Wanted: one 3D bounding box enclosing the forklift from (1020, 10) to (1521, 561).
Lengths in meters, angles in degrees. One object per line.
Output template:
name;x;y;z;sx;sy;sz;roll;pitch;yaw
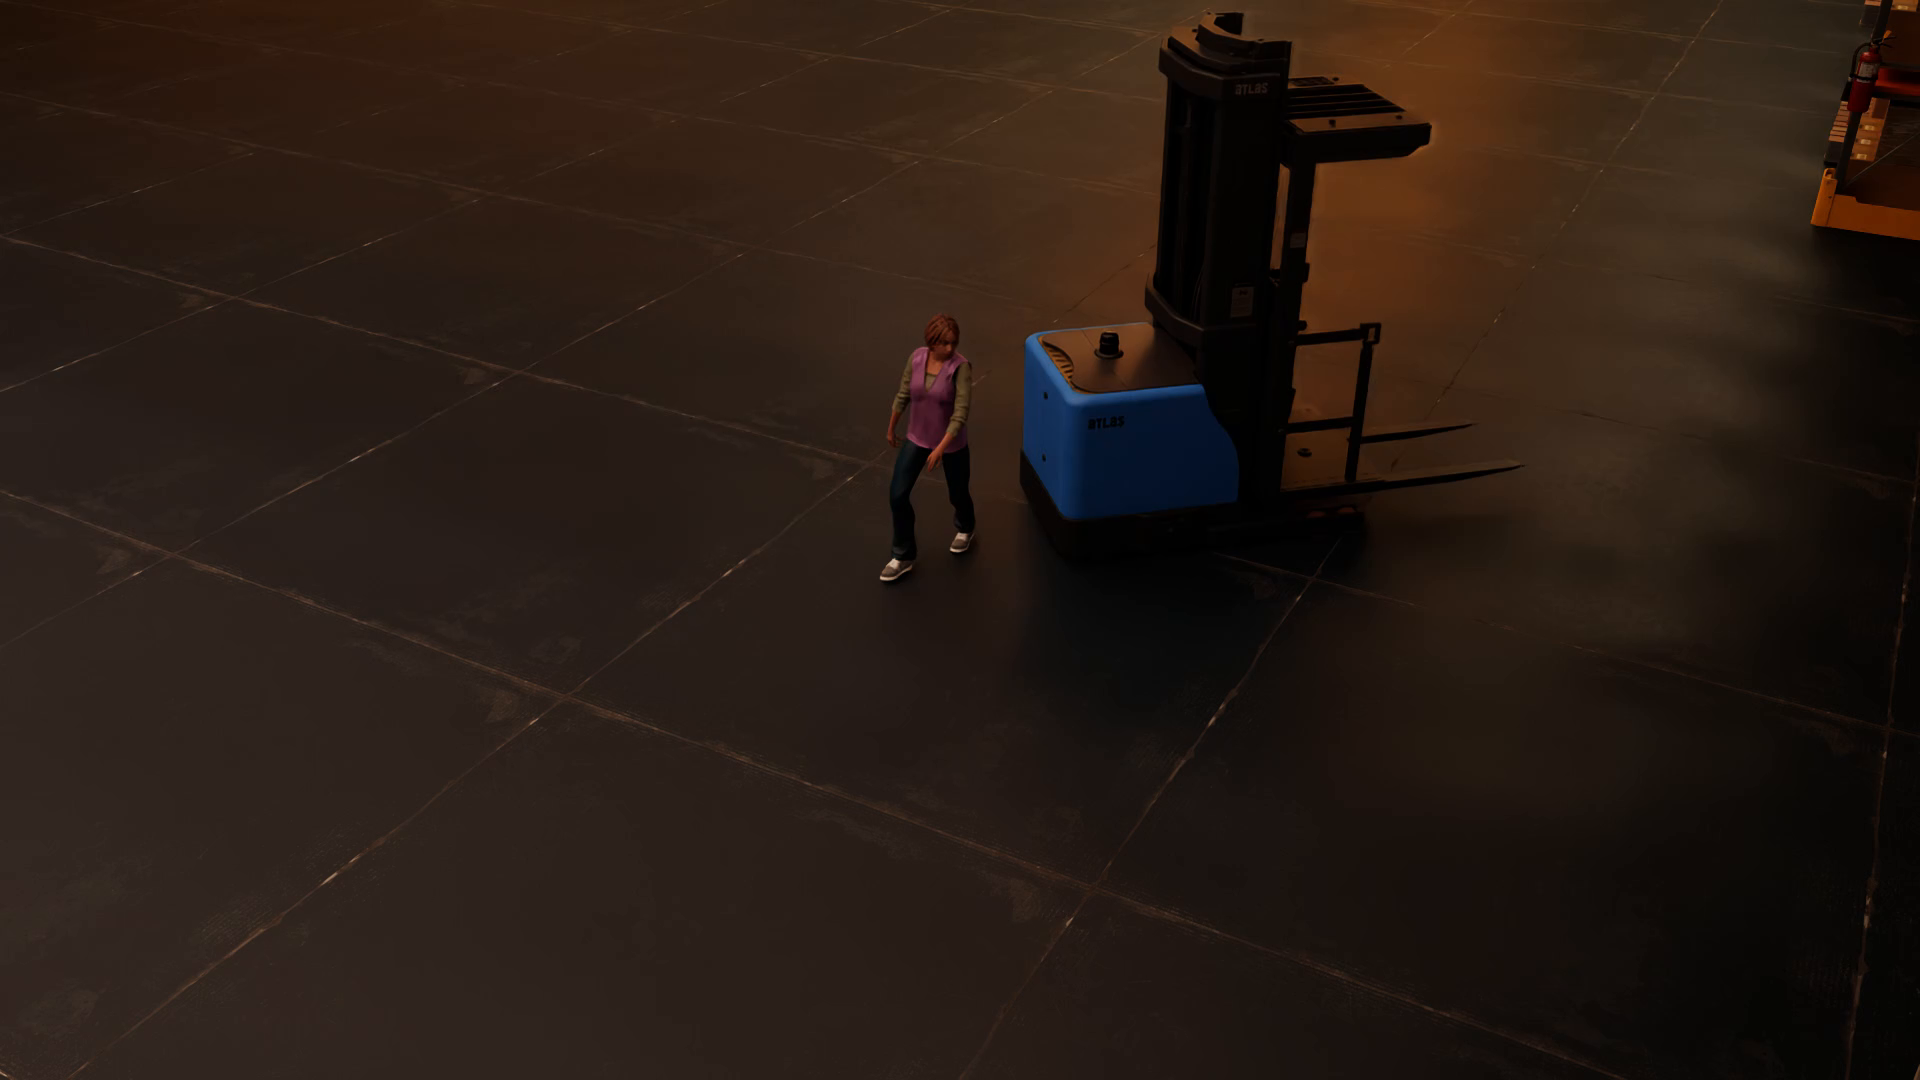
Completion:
forklift;1.951;-1.527;9.717;3.031;2.935;1.130;-7;31;-12

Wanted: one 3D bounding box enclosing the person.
person;-0.187;-0.550;9.430;0.539;1.537;0.739;9;31;14
